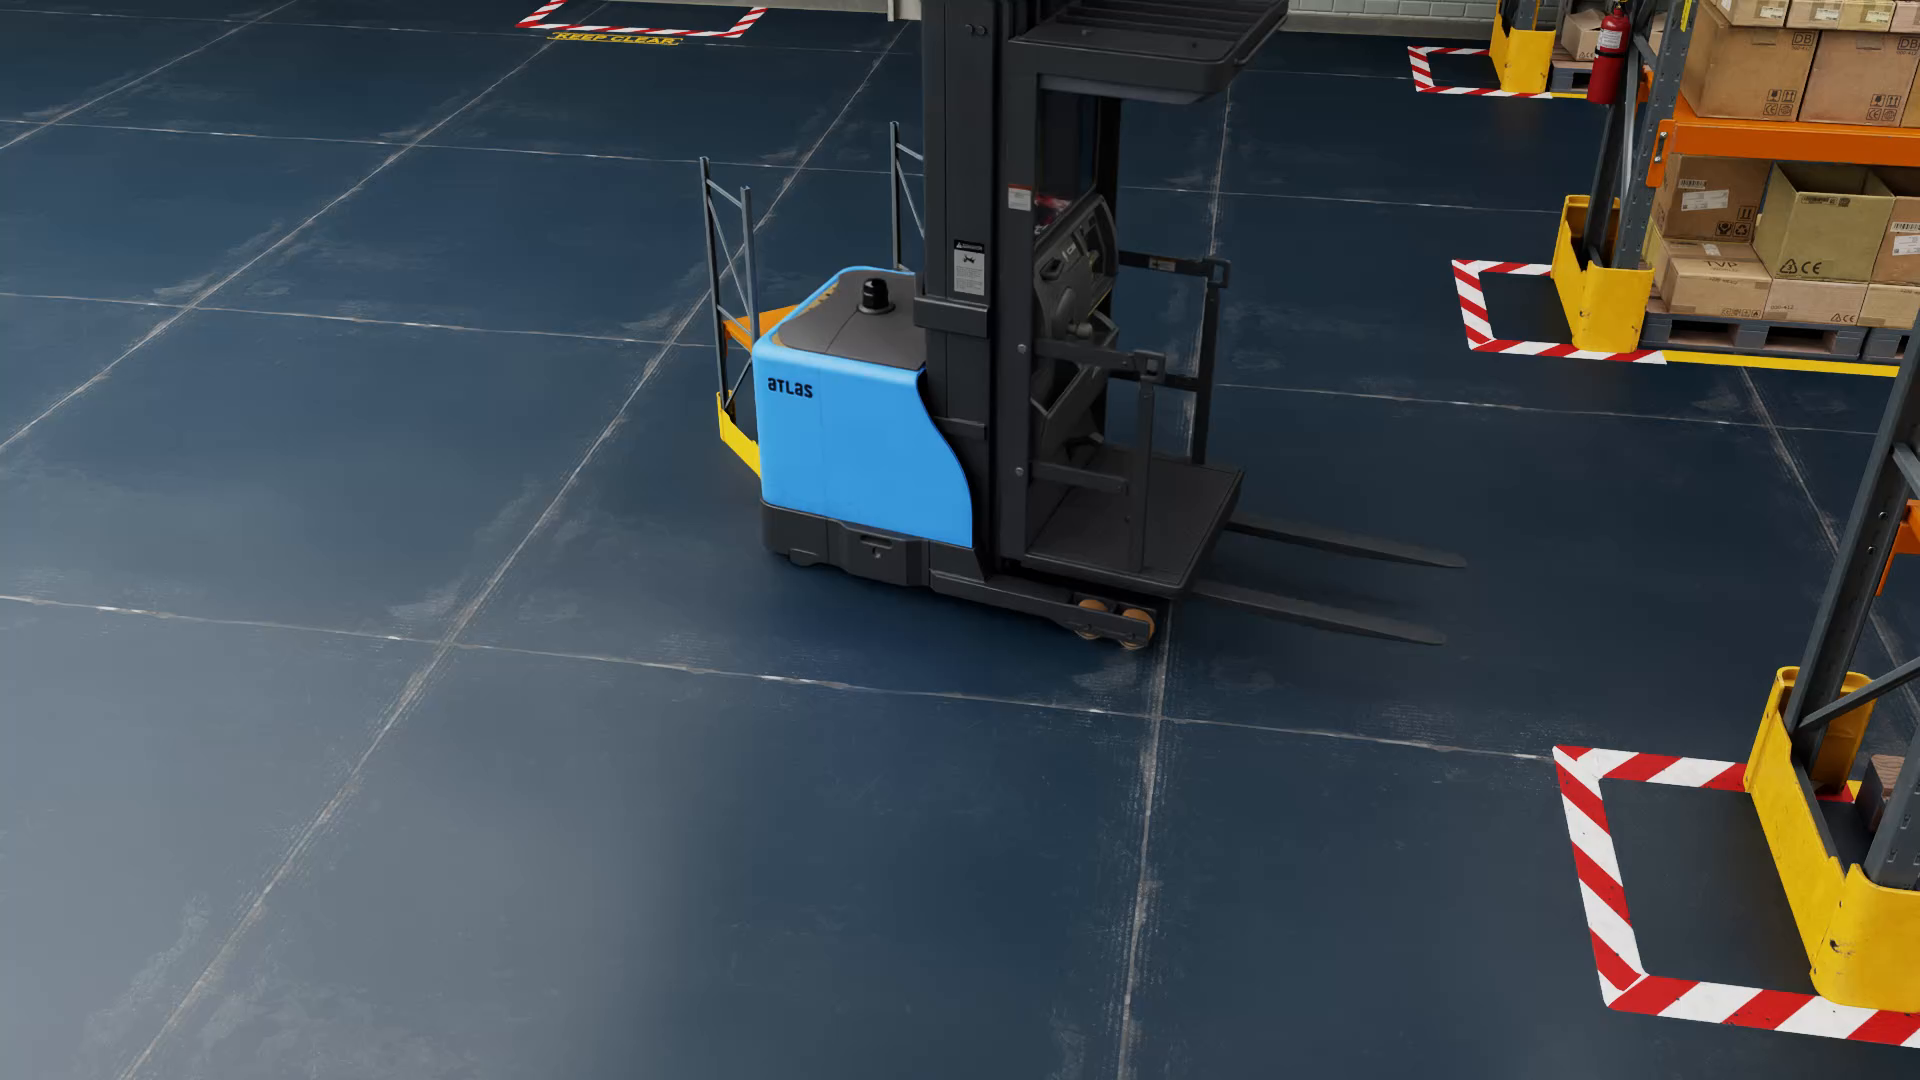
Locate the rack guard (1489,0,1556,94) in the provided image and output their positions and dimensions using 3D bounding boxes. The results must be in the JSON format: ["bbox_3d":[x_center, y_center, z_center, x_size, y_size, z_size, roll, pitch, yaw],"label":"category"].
[{"bbox_3d":[4.703,-4.167,13.936,0.348,0.500,1.175,5,32,8],"label":"rack guard"}]

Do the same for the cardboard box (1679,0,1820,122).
[{"bbox_3d":[4.256,-2.636,9.041,0.500,0.500,0.700,5,32,8],"label":"cardboard box"}]

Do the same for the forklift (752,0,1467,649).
[{"bbox_3d":[0.663,-1.103,6.750,3.031,2.935,1.130,12,34,19],"label":"forklift"}]

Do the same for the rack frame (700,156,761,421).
[{"bbox_3d":[-1.078,-1.045,8.006,0.032,1.500,0.500,-18,36,-26],"label":"rack frame"}]

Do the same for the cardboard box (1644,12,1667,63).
[{"bbox_3d":[5.857,-4.121,13.625,0.500,0.311,0.500,8,33,12],"label":"cardboard box"}]

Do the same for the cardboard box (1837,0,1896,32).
[{"bbox_3d":[4.655,-2.767,8.638,0.250,0.149,0.380,5,32,8],"label":"cardboard box"}]

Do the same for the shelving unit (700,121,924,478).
[{"bbox_3d":[-0.634,-1.186,8.231,1.083,1.500,0.587,-18,36,-26],"label":"shelving unit"}]

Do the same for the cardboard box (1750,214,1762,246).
[{"bbox_3d":[4.871,-1.723,9.872,0.500,0.250,0.500,5,32,8],"label":"cardboard box"}]

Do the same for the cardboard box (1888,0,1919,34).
[{"bbox_3d":[4.903,-2.743,8.600,0.250,0.149,0.380,5,32,7],"label":"cardboard box"}]

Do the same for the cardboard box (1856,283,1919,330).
[{"bbox_3d":[5.276,-1.403,9.360,0.500,0.250,0.500,5,32,8],"label":"cardboard box"}]

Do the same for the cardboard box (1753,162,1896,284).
[{"bbox_3d":[4.782,-1.765,9.231,0.500,0.500,0.500,5,32,8],"label":"cardboard box"}]

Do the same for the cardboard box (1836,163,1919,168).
[{"bbox_3d":[5.365,-1.999,9.605,0.500,0.500,0.500,5,32,8],"label":"cardboard box"}]

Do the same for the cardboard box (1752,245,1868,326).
[{"bbox_3d":[4.783,-1.448,9.432,0.500,0.250,0.500,5,32,8],"label":"cardboard box"}]

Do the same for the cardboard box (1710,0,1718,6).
[{"bbox_3d":[4.207,-3.025,9.050,0.250,0.149,0.380,5,32,7],"label":"cardboard box"}]

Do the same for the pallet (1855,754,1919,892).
[{"bbox_3d":[3.844,1.187,5.654,1.213,0.211,1.003,5,32,8],"label":"pallet"}]

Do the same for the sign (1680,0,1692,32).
[{"bbox_3d":[3.699,-2.753,8.431,0.005,0.325,0.100,5,32,8],"label":"sign"}]

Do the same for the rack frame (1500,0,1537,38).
[{"bbox_3d":[4.628,-5.234,13.284,0.127,3.000,1.000,5,32,8],"label":"rack frame"}]

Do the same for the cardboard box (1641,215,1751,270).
[{"bbox_3d":[4.376,-1.762,9.933,0.500,0.250,0.500,5,32,8],"label":"cardboard box"}]

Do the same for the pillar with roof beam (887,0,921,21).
[{"bbox_3d":[-1.175,-6.450,9.574,0.400,9.000,9.100,5,32,8],"label":"pillar with roof beam"}]

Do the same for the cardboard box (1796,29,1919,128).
[{"bbox_3d":[4.775,-2.592,8.970,0.500,0.500,0.700,6,33,9],"label":"cardboard box"}]

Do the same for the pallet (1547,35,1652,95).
[{"bbox_3d":[5.498,-3.954,13.868,1.213,0.211,1.003,5,32,8],"label":"pallet"}]

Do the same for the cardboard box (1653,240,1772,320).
[{"bbox_3d":[4.289,-1.491,9.500,0.500,0.250,0.500,5,32,8],"label":"cardboard box"}]

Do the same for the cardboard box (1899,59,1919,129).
[{"bbox_3d":[5.263,-2.545,8.894,0.500,0.500,0.700,5,32,9],"label":"cardboard box"}]

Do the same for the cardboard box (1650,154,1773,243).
[{"bbox_3d":[4.377,-2.081,9.736,0.500,0.500,0.500,5,32,8],"label":"cardboard box"}]

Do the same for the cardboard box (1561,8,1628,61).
[{"bbox_3d":[5.295,-4.171,13.707,0.500,0.311,0.500,2,32,3],"label":"cardboard box"}]

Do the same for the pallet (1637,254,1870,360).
[{"bbox_3d":[4.559,-1.414,9.810,1.213,0.211,1.003,5,32,8],"label":"pallet"}]

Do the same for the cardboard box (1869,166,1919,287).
[{"bbox_3d":[5.278,-1.727,9.171,0.500,0.500,0.500,5,32,8],"label":"cardboard box"}]

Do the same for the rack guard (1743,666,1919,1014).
[{"bbox_3d":[3.044,0.990,5.698,0.348,0.500,1.175,5,32,8],"label":"rack guard"}]

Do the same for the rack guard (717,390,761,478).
[{"bbox_3d":[-1.061,-0.520,8.346,0.087,0.250,0.587,-18,36,-26],"label":"rack guard"}]

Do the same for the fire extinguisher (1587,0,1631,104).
[{"bbox_3d":[3.760,-2.863,9.570,0.183,0.674,0.296,5,32,8],"label":"fire extinguisher"}]

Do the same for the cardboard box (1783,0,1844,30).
[{"bbox_3d":[4.409,-2.790,8.674,0.250,0.149,0.380,4,32,7],"label":"cardboard box"}]

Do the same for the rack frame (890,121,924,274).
[{"bbox_3d":[-0.205,-1.322,8.448,0.032,1.500,0.500,-18,36,-26],"label":"rack frame"}]

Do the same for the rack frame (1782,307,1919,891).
[{"bbox_3d":[2.961,-0.052,5.006,0.127,3.000,1.000,5,32,8],"label":"rack frame"}]

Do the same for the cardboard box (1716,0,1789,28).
[{"bbox_3d":[4.149,-2.812,8.710,0.250,0.149,0.380,5,32,8],"label":"cardboard box"}]

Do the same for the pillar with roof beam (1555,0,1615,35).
[{"bbox_3d":[4.739,-5.915,8.718,0.400,9.000,9.100,5,32,8],"label":"pillar with roof beam"}]

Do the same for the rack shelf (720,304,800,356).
[{"bbox_3d":[-0.641,-1.031,8.322,1.000,0.185,0.538,-18,36,-26],"label":"rack shelf"}]

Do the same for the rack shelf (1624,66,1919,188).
[{"bbox_3d":[5.770,-2.159,9.050,4.000,0.370,1.077,5,32,8],"label":"rack shelf"}]

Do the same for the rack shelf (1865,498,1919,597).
[{"bbox_3d":[4.933,0.431,4.912,4.000,0.370,1.077,5,32,8],"label":"rack shelf"}]

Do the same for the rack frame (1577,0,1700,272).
[{"bbox_3d":[3.798,-2.642,9.144,0.127,3.000,1.000,5,32,8],"label":"rack frame"}]

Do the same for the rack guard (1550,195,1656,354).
[{"bbox_3d":[3.774,-1.585,9.811,0.348,0.500,1.175,5,32,8],"label":"rack guard"}]

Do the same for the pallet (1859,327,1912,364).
[{"bbox_3d":[5.758,-1.304,9.634,1.213,0.211,1.003,5,32,8],"label":"pallet"}]
